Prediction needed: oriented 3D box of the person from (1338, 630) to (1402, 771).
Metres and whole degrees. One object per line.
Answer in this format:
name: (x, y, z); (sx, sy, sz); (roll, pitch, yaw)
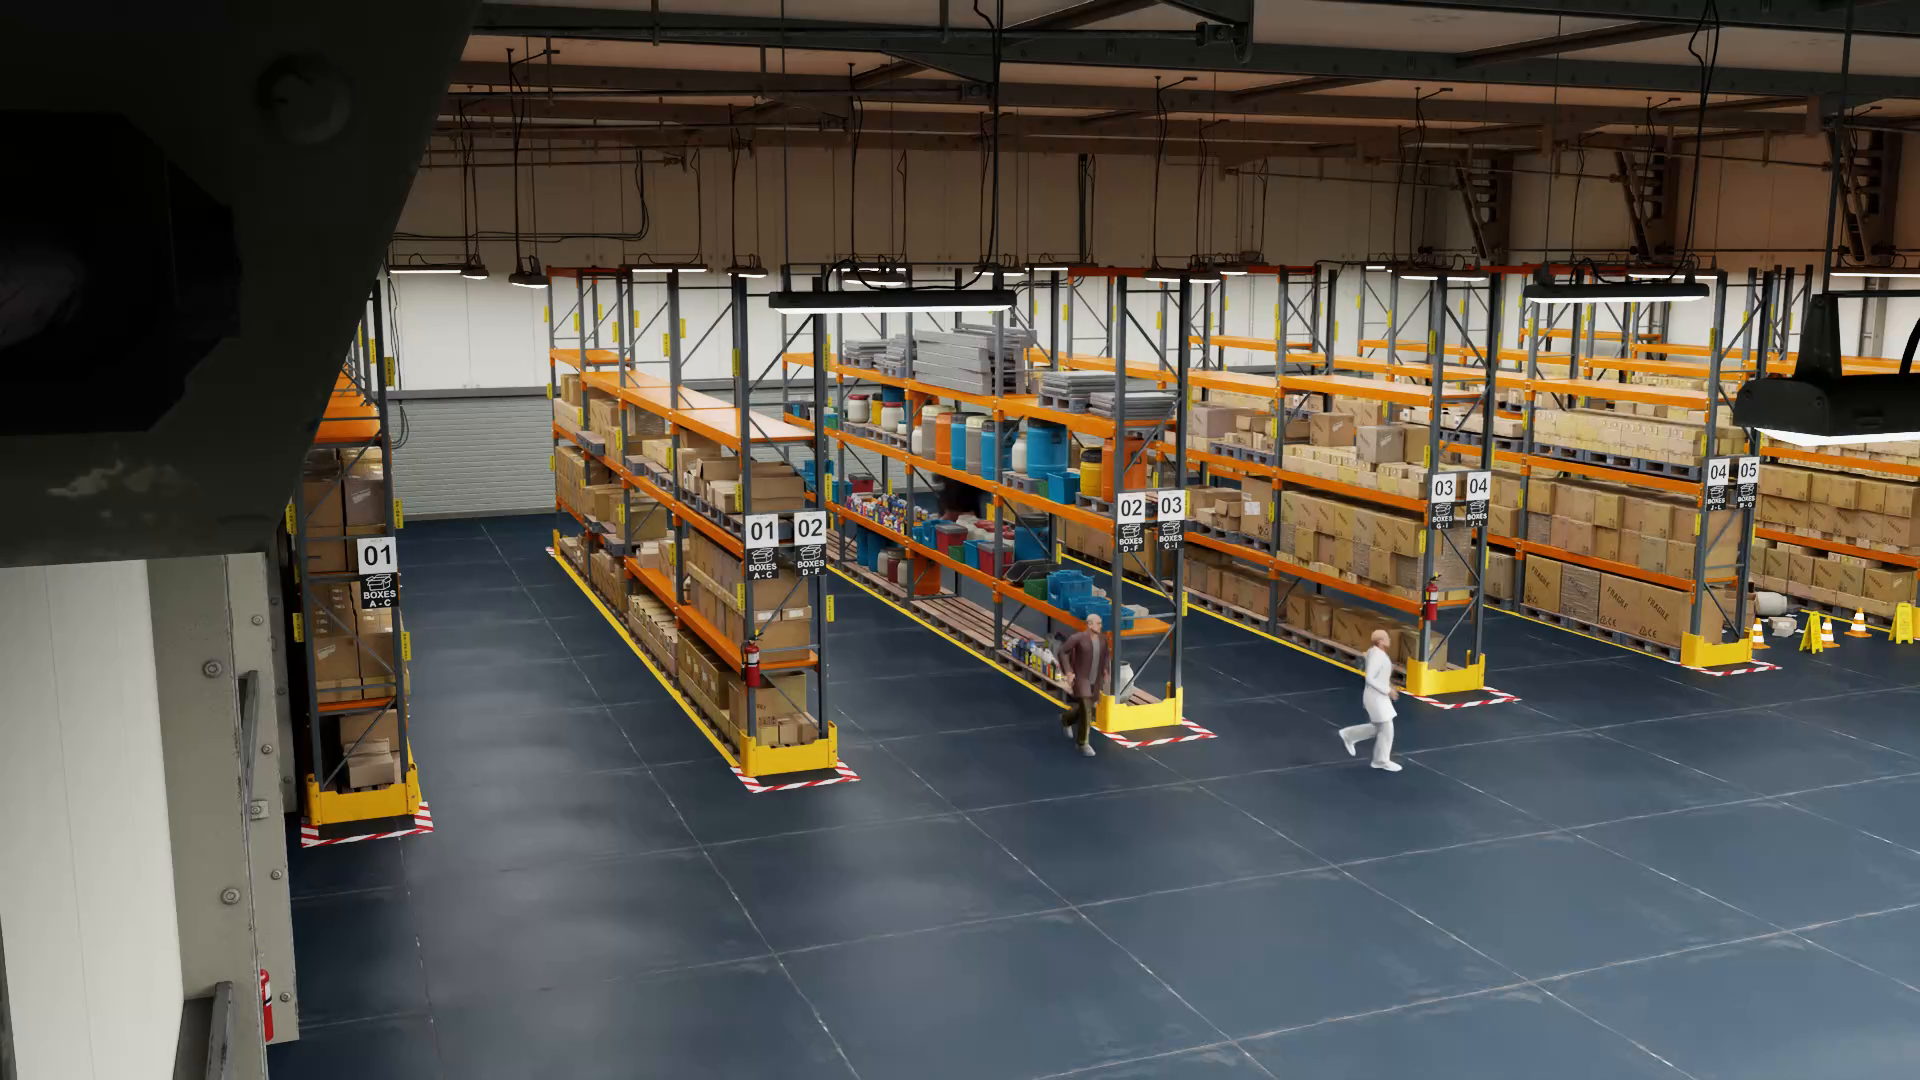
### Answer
person: (5.063, 1.960, 20.419); (0.779, 1.755, 0.709); (2, 10, 13)

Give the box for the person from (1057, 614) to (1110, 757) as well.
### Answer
person: (1.615, 1.804, 21.295); (0.742, 1.748, 0.843); (-7, 12, -33)
